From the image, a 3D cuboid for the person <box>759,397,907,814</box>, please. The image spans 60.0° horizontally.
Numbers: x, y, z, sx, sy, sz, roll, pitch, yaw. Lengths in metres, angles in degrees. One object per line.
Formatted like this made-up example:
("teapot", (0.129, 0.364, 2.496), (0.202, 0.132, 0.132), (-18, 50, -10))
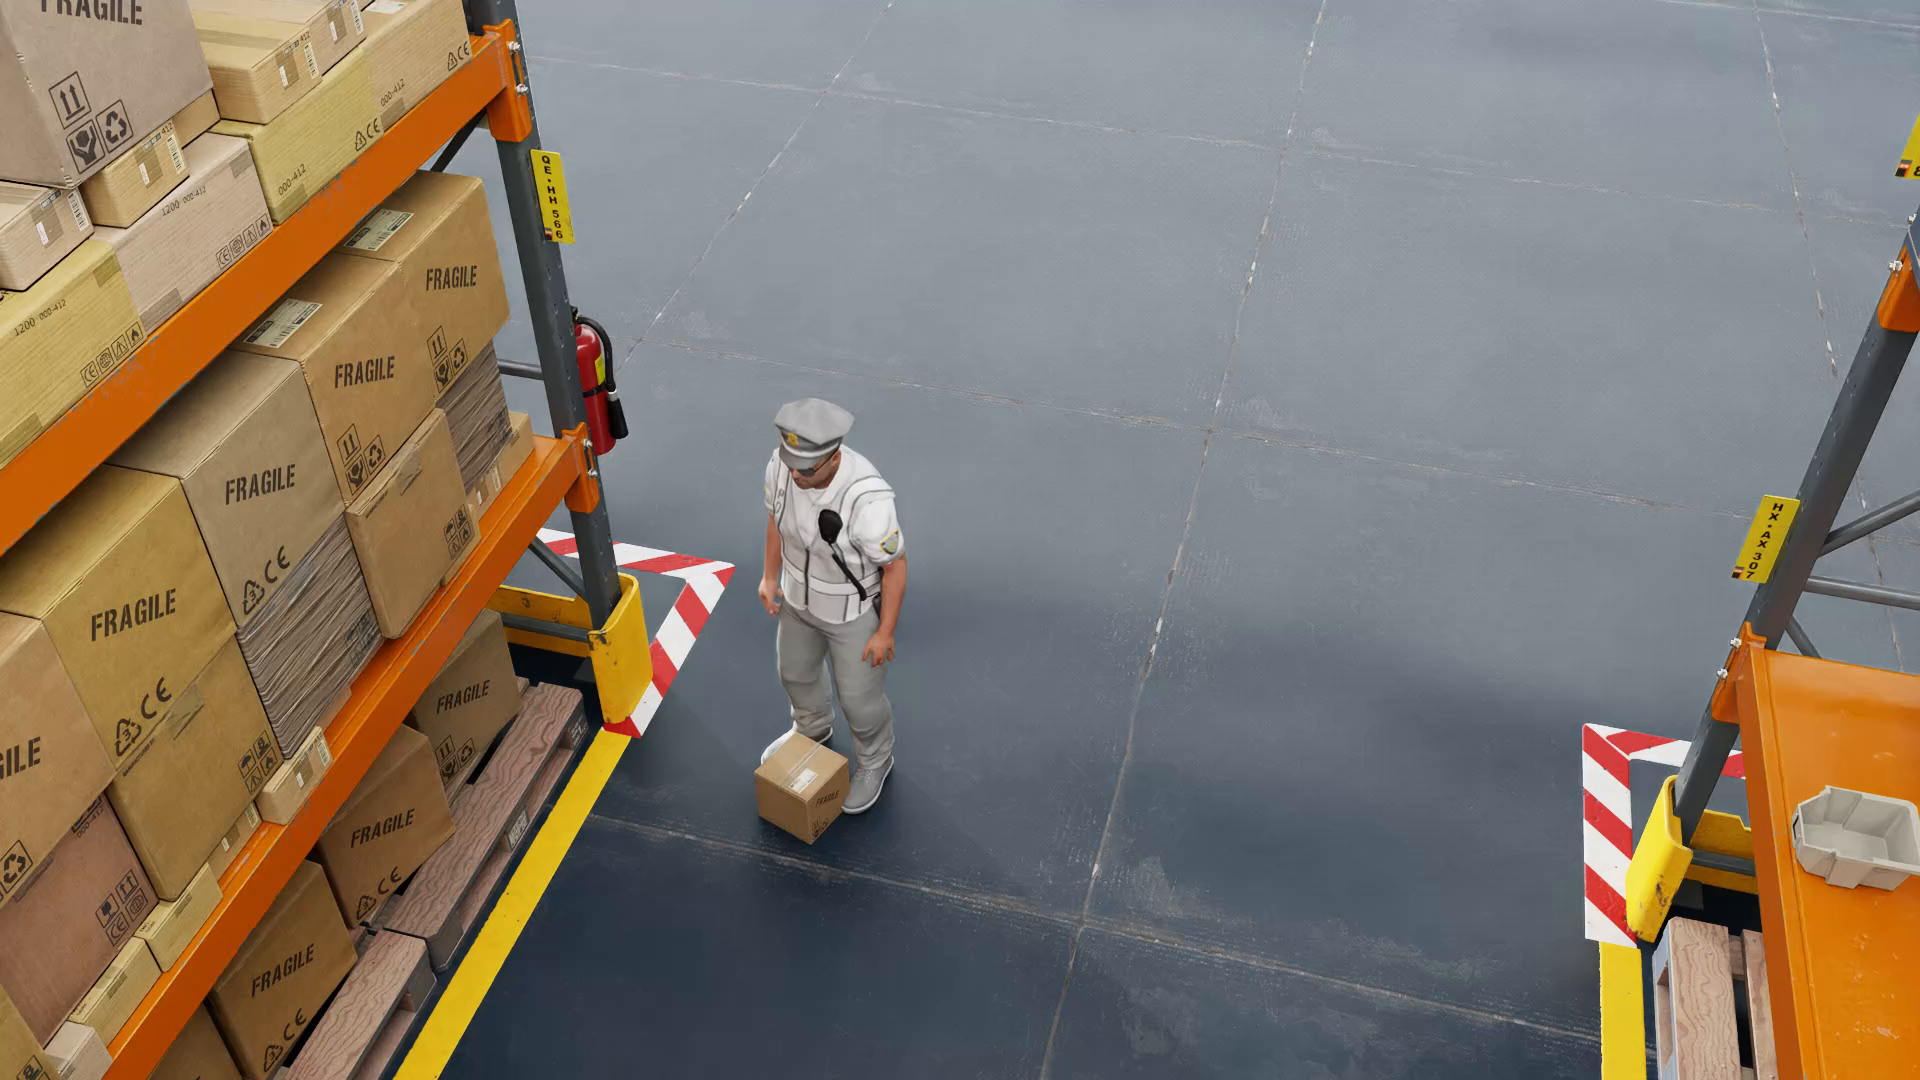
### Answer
("person", (-0.442, 0.208, 5.910), (0.585, 1.749, 0.435), (24, 46, 25))
